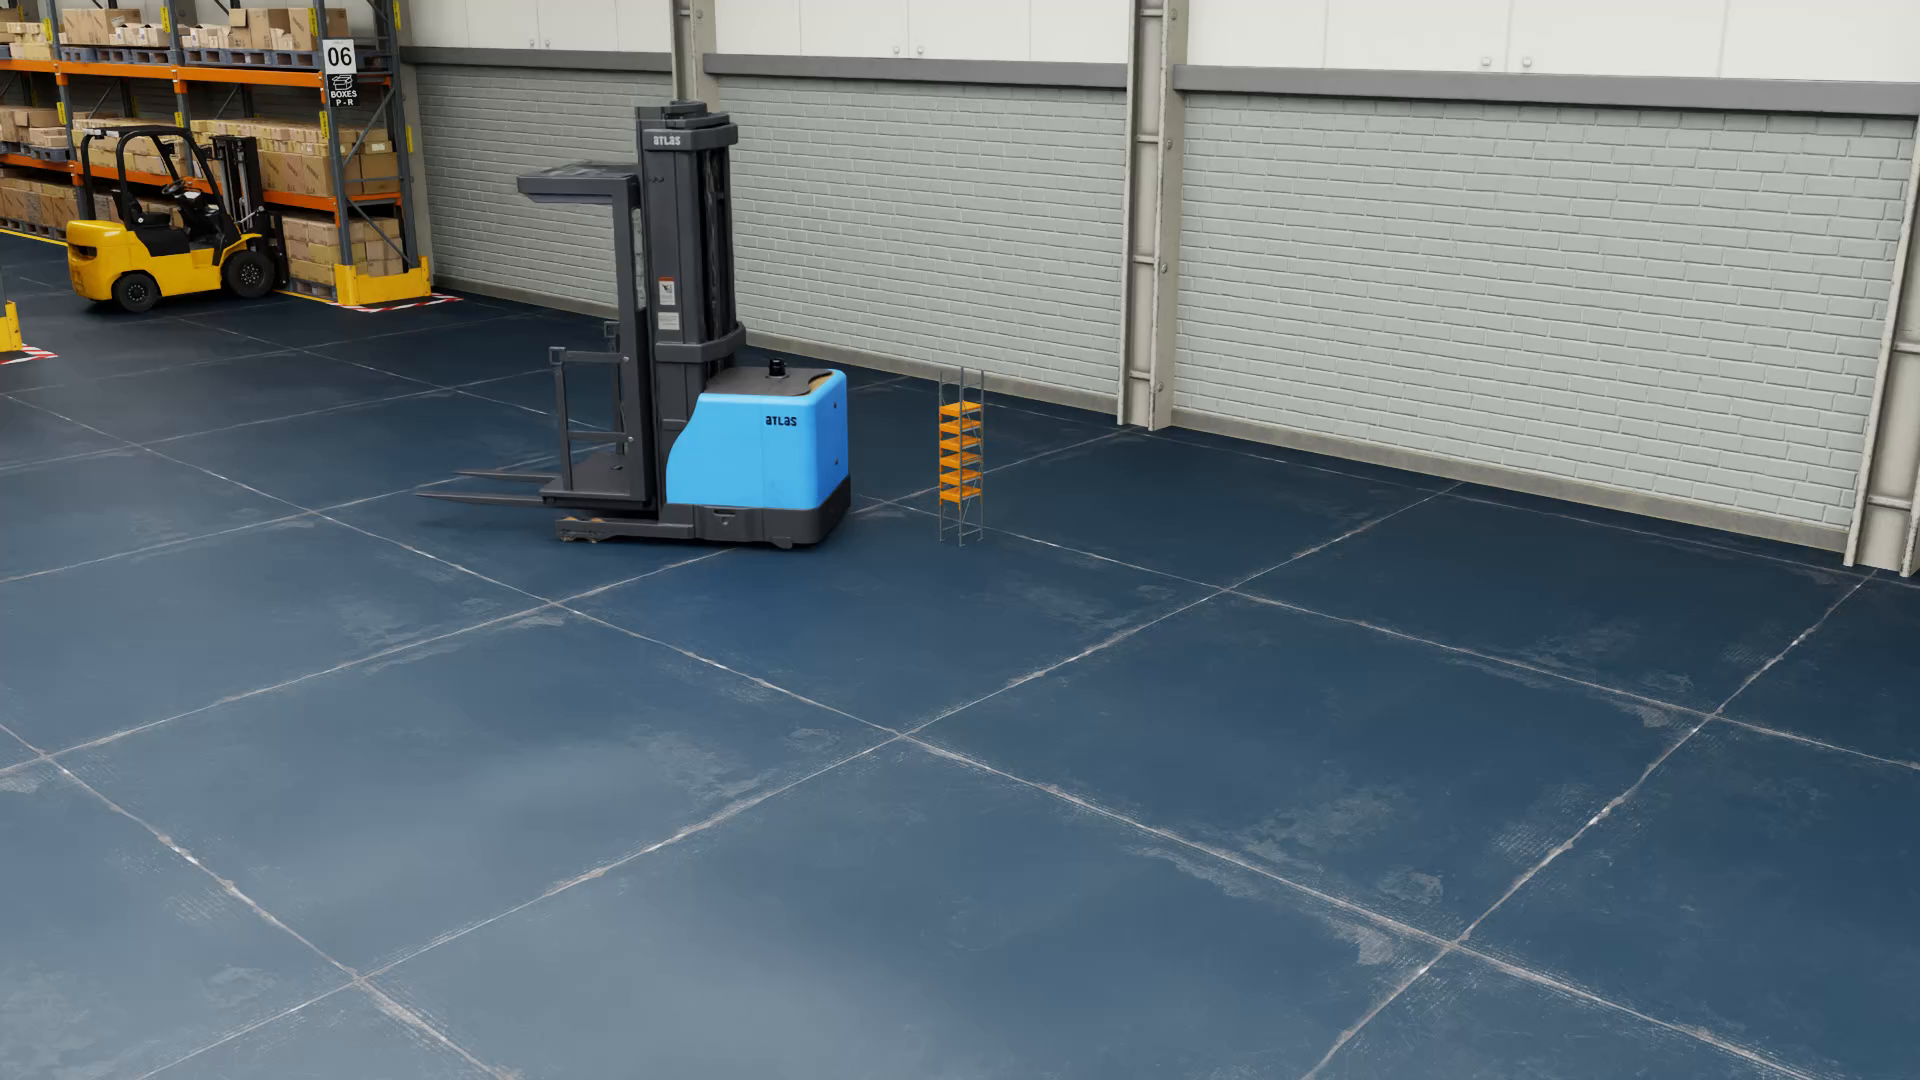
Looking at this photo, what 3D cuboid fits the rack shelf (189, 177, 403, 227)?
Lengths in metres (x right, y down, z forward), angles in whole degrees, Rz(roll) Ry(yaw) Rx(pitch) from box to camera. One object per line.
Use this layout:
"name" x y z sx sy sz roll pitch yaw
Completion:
"rack shelf" -8.895 -4.589 22.303 4.000 0.370 1.077 15 23 39

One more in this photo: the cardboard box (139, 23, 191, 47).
"cardboard box" -11.094 -7.059 23.224 0.500 0.311 0.500 14 22 38

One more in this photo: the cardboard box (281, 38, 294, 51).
"cardboard box" -8.221 -6.186 20.742 0.250 0.149 0.380 14 22 38

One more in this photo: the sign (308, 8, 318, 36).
"sign" -7.770 -6.225 19.975 0.005 0.325 0.100 15 23 39

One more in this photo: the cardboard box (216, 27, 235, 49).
"cardboard box" -9.483 -6.580 21.792 0.258 0.266 0.396 14 23 38

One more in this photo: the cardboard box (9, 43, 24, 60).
"cardboard box" -14.679 -7.744 26.344 0.500 0.250 0.500 15 23 39

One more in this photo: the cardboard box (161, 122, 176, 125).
"cardboard box" -11.621 -6.126 24.719 0.250 0.149 0.380 15 23 40

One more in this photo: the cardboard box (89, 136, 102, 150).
"cardboard box" -12.840 -6.058 25.164 0.500 0.250 0.500 16 24 41

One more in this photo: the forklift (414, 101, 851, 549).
"forklift" -2.364 -1.532 11.594 3.031 2.935 1.130 3 18 9

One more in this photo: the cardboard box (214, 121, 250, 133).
"cardboard box" -9.898 -5.620 22.632 0.250 0.149 0.380 14 23 38

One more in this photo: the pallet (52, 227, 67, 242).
"pallet" -13.916 -4.966 26.911 1.213 0.211 1.003 15 23 39

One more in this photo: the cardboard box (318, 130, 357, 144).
"cardboard box" -7.807 -5.053 20.847 0.250 0.149 0.380 15 23 39

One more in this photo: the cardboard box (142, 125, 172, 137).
"cardboard box" -11.586 -5.907 24.029 0.250 0.149 0.380 14 23 38

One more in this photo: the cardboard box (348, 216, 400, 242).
"cardboard box" -7.633 -4.036 21.569 0.500 0.250 0.500 15 23 38

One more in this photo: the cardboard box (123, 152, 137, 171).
"cardboard box" -12.064 -5.612 24.586 0.500 0.250 0.500 16 24 41

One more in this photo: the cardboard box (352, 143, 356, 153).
"cardboard box" -7.708 -5.049 21.326 0.250 0.149 0.380 15 23 39

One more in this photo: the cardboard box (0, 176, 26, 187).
"cardboard box" -16.025 -6.088 28.200 0.250 0.149 0.380 14 23 38

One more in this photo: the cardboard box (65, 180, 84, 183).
"cardboard box" -14.569 -5.878 27.539 0.250 0.149 0.380 15 23 40

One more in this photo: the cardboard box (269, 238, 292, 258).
"cardboard box" -8.739 -3.887 21.927 0.500 0.250 0.500 14 23 38

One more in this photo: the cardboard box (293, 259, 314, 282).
"cardboard box" -8.326 -3.545 21.674 0.500 0.250 0.500 15 23 39

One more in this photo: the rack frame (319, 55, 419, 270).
"rack frame" -7.400 -4.531 20.929 0.127 3.000 1.000 15 23 39

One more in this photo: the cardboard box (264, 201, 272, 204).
"cardboard box" -9.895 -4.645 23.487 0.500 0.250 0.500 16 23 40

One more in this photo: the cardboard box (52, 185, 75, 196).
"cardboard box" -14.313 -5.607 26.687 0.250 0.149 0.380 14 22 37

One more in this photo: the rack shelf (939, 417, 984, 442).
"rack shelf" 0.011 -0.755 11.362 0.180 0.103 0.258 15 23 39

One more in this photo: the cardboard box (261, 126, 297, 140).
"cardboard box" -8.829 -5.287 21.583 0.250 0.149 0.380 16 23 40

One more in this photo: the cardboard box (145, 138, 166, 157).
"cardboard box" -11.318 -5.643 23.855 0.500 0.250 0.500 14 23 38

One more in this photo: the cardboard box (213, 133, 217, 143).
"cardboard box" -9.919 -5.469 22.649 0.250 0.149 0.380 15 23 39

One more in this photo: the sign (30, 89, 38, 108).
"sign" -16.009 -7.618 28.743 0.005 0.325 0.100 15 23 39

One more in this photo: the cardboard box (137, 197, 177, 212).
"cardboard box" -11.928 -4.812 25.048 0.625 0.625 0.875 14 22 37

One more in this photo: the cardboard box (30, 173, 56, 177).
"cardboard box" -15.708 -6.198 28.547 0.250 0.149 0.380 15 23 39

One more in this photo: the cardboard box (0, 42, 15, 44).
"cardboard box" -16.564 -8.606 28.568 0.500 0.250 0.500 14 23 38

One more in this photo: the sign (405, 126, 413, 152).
"sign" -7.027 -5.105 21.177 0.005 0.325 0.100 15 23 39

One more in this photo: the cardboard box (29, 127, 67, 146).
"cardboard box" -14.387 -6.404 26.386 0.500 0.250 0.500 14 22 37

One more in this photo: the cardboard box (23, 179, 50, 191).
"cardboard box" -15.265 -5.878 27.539 0.250 0.149 0.380 16 24 41

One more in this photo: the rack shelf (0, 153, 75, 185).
"rack shelf" -14.879 -6.196 27.364 4.000 0.370 1.077 15 23 39

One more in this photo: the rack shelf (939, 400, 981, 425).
"rack shelf" 0.011 -0.870 11.326 0.180 0.103 0.258 15 23 39

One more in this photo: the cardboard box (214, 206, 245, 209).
"cardboard box" -9.862 -4.427 22.800 0.500 0.250 0.500 15 23 39

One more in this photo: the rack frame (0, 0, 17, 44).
"rack frame" -16.375 -9.799 27.613 0.127 3.000 1.000 15 23 39

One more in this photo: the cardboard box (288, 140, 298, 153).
"cardboard box" -8.387 -5.056 21.348 0.250 0.149 0.380 15 23 39

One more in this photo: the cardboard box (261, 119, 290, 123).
"cardboard box" -9.356 -5.691 22.854 0.250 0.149 0.380 14 23 38

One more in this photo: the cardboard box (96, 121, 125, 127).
"cardboard box" -12.727 -6.214 24.996 0.250 0.149 0.380 15 23 40

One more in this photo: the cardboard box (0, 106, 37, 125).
"cardboard box" -15.774 -6.936 27.649 0.500 0.500 0.700 15 23 40

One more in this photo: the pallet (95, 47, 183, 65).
"pallet" -11.978 -7.137 24.494 1.213 0.211 1.003 16 24 42

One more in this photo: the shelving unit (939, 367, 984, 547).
"shelving unit" 0.011 -0.569 11.421 0.189 1.200 0.258 15 23 39

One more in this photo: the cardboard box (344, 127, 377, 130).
"cardboard box" -7.666 -5.212 21.348 0.250 0.149 0.380 16 24 41

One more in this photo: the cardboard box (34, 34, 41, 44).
"cardboard box" -14.169 -7.817 25.914 0.250 0.149 0.380 16 23 40

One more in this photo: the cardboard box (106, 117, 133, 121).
"cardboard box" -13.006 -6.474 25.815 0.250 0.149 0.380 16 24 41

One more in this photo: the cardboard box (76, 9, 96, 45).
"cardboard box" -12.559 -7.583 24.562 0.500 0.500 0.700 14 23 38

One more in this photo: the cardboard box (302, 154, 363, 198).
"cardboard box" -7.942 -4.618 21.038 0.500 0.500 0.500 14 23 38

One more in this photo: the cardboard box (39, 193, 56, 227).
"cardboard box" -14.603 -5.389 27.072 0.500 0.500 0.500 16 24 42

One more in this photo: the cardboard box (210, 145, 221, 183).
"cardboard box" -9.832 -5.132 22.660 0.500 0.500 0.500 16 23 40

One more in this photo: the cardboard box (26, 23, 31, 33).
"cardboard box" -14.358 -8.008 26.025 0.250 0.149 0.380 15 23 38

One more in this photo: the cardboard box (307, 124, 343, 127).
"cardboard box" -8.409 -5.430 22.034 0.250 0.149 0.380 14 23 38

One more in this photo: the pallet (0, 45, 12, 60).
"pallet" -15.156 -7.926 26.979 1.003 0.211 1.213 15 23 39

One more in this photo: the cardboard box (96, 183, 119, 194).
"cardboard box" -13.747 -5.689 26.946 0.250 0.149 0.380 16 24 41

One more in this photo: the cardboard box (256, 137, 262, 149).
"cardboard box" -9.184 -5.252 21.964 0.250 0.149 0.380 14 23 38
